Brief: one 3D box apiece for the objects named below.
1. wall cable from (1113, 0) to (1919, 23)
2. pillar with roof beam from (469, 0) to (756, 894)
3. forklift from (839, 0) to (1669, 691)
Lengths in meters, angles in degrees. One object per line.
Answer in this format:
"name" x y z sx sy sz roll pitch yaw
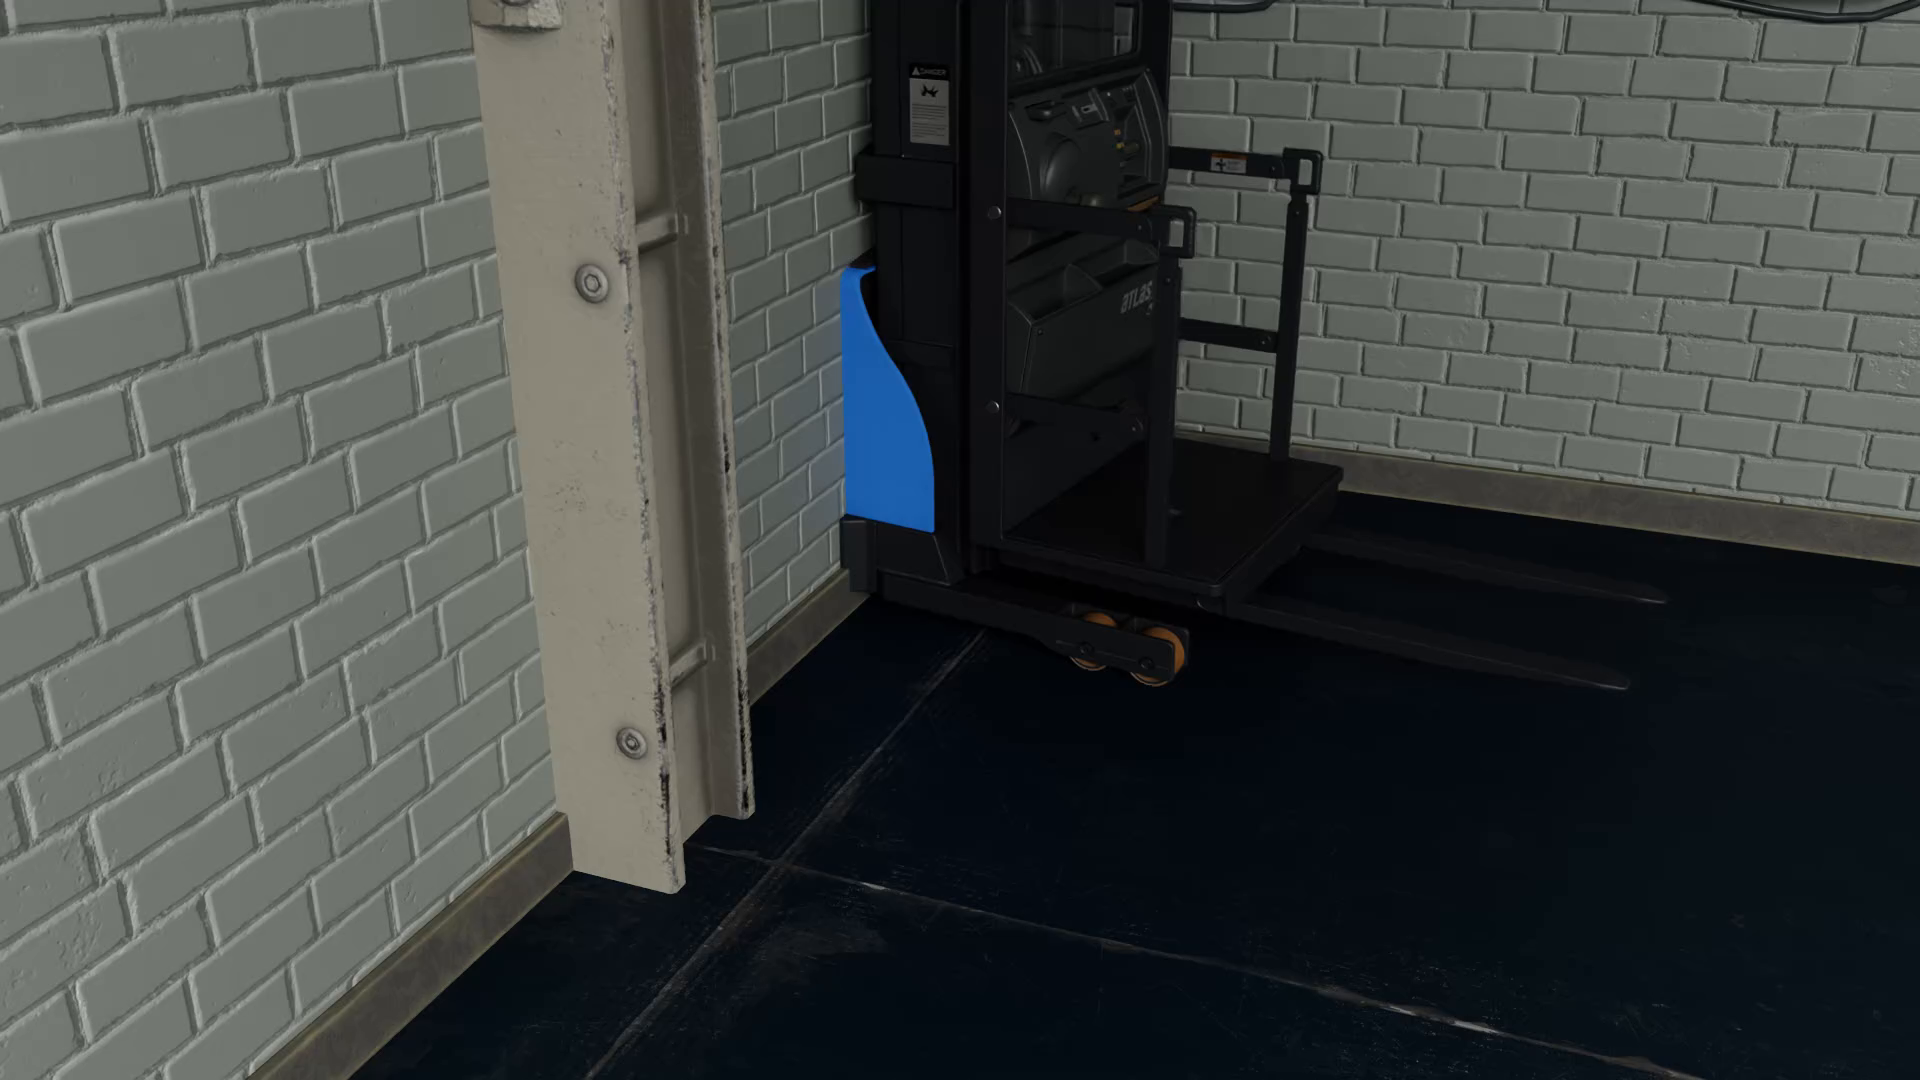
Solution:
"wall cable" 1.599 -2.866 4.964 3.097 2.526 0.112 9 24 20
"pillar with roof beam" 3.274 -2.817 0.819 9.100 9.000 0.400 9 24 20
"forklift" 0.565 -1.169 4.745 3.031 2.935 1.130 13 26 28
